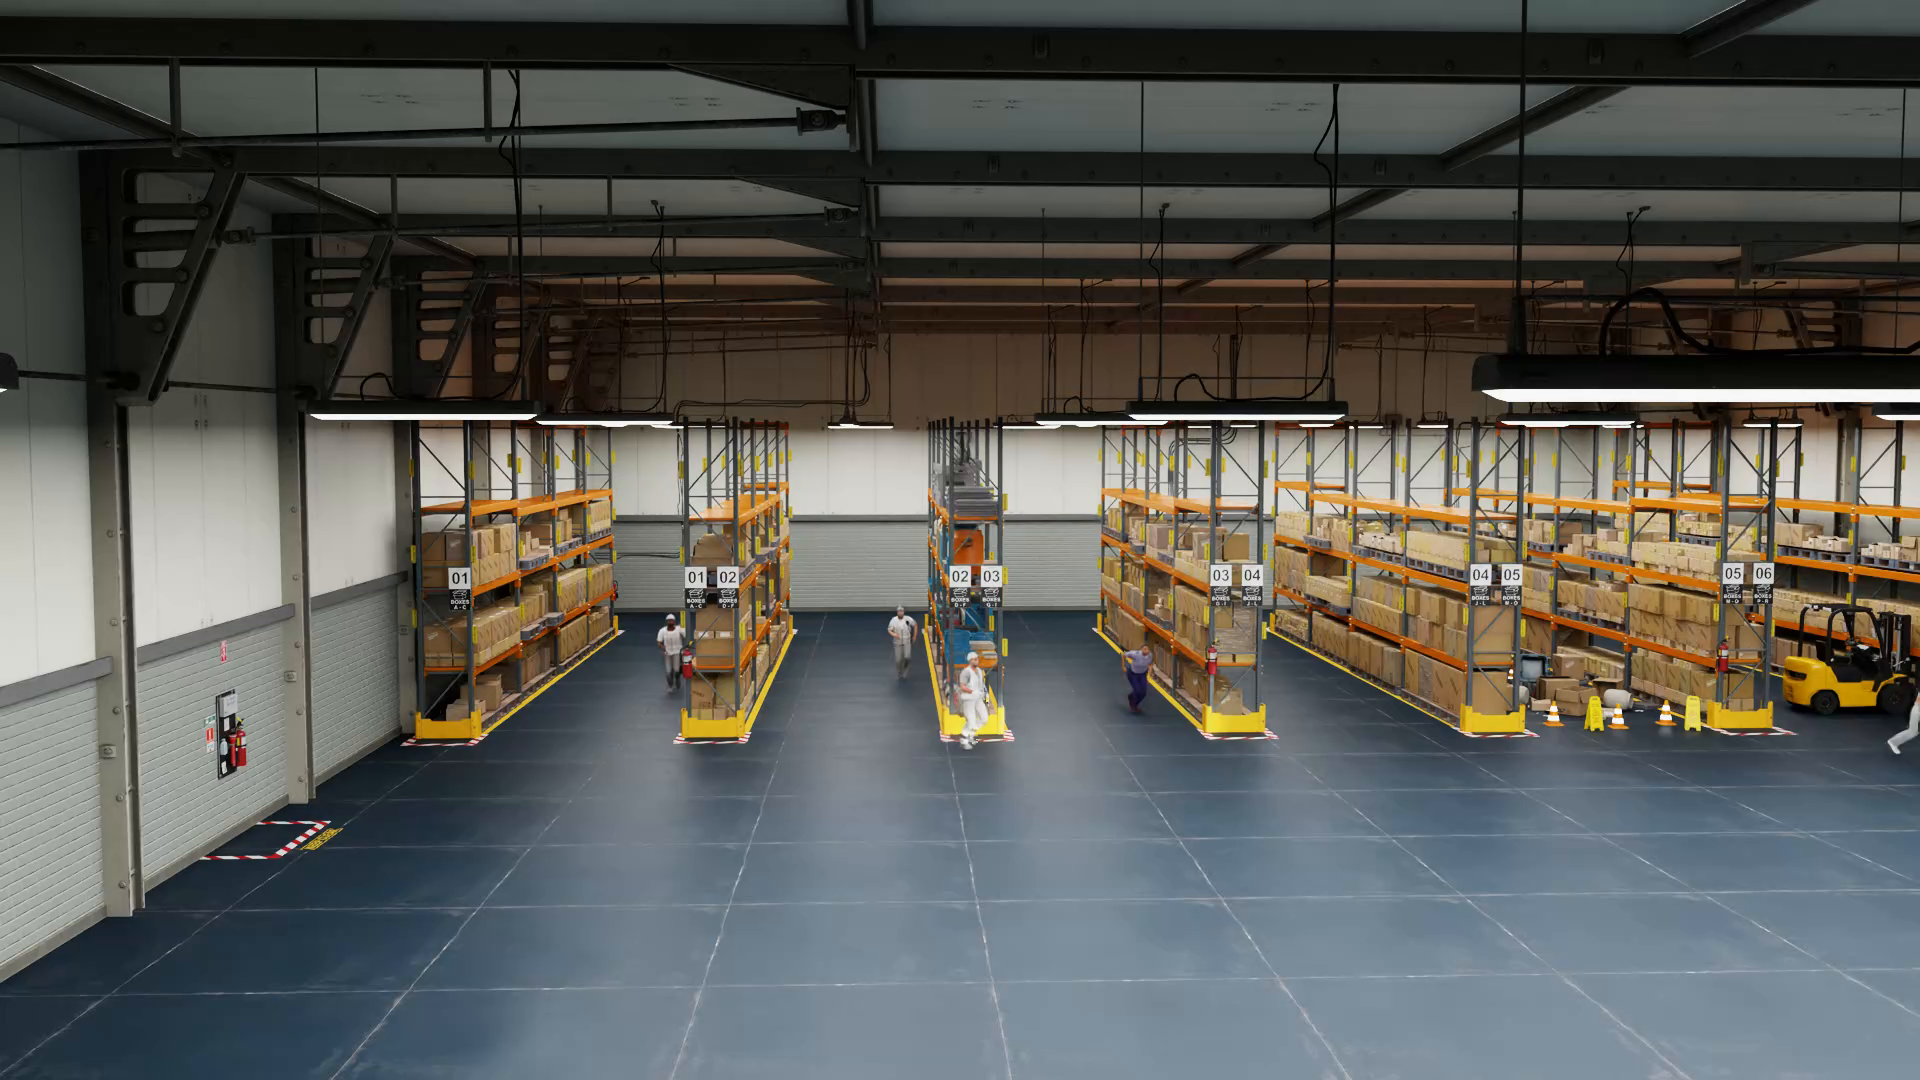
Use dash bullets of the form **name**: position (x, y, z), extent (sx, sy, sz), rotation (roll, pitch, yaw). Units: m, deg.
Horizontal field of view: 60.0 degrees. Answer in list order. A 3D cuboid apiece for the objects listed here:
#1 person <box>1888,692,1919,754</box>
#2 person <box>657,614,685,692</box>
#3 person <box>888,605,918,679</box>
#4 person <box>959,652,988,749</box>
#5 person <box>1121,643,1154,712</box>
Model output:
- **person**: position (16.628, 3.060, 28.856), extent (0.600, 1.624, 1.004), rotation (-2, 4, -33)
- **person**: position (-6.273, 2.486, 36.308), extent (0.690, 1.727, 0.656), rotation (0, 4, -1)
- **person**: position (-1.325, 2.351, 38.237), extent (0.666, 1.740, 0.778), rotation (0, 4, -2)
- **person**: position (0.282, 2.891, 29.968), extent (0.622, 1.757, 0.692), rotation (3, 5, 42)
- **person**: position (3.606, 2.792, 33.750), extent (0.633, 1.476, 0.788), rotation (-1, 4, -22)
